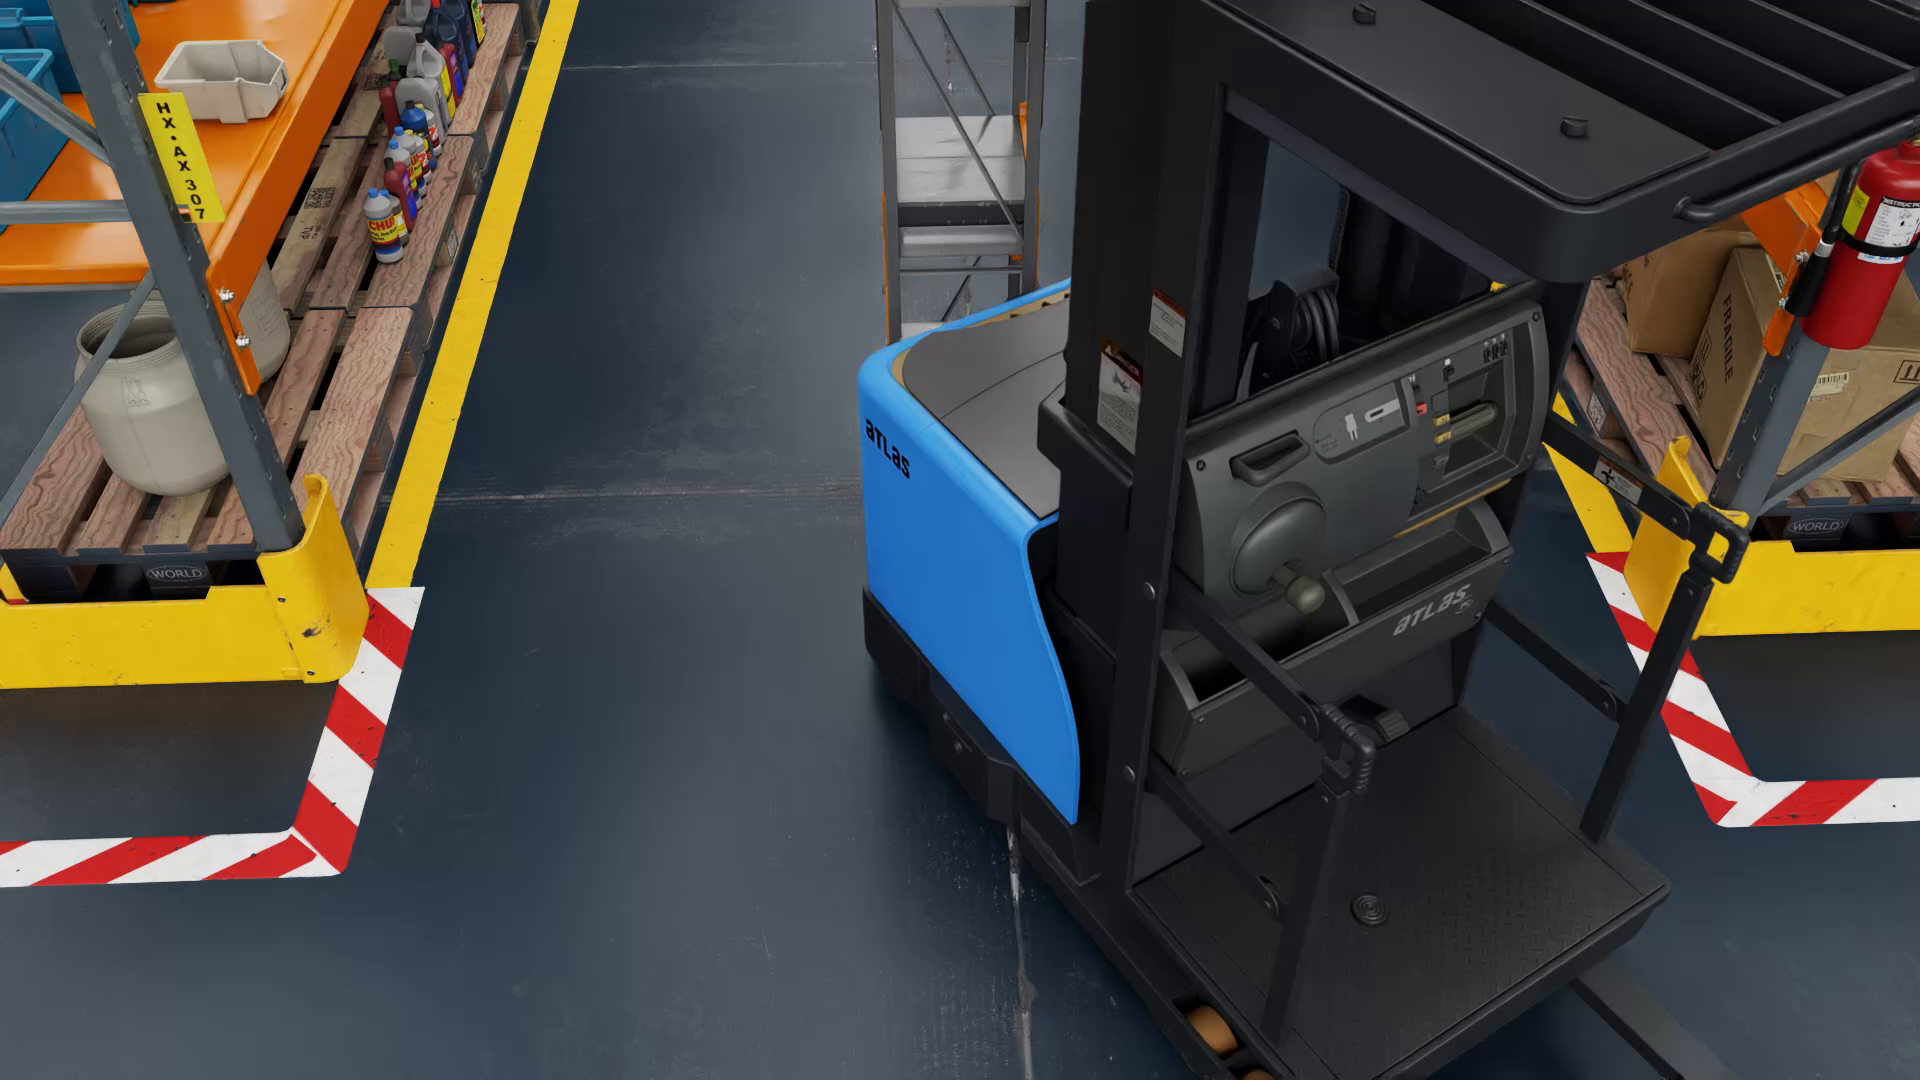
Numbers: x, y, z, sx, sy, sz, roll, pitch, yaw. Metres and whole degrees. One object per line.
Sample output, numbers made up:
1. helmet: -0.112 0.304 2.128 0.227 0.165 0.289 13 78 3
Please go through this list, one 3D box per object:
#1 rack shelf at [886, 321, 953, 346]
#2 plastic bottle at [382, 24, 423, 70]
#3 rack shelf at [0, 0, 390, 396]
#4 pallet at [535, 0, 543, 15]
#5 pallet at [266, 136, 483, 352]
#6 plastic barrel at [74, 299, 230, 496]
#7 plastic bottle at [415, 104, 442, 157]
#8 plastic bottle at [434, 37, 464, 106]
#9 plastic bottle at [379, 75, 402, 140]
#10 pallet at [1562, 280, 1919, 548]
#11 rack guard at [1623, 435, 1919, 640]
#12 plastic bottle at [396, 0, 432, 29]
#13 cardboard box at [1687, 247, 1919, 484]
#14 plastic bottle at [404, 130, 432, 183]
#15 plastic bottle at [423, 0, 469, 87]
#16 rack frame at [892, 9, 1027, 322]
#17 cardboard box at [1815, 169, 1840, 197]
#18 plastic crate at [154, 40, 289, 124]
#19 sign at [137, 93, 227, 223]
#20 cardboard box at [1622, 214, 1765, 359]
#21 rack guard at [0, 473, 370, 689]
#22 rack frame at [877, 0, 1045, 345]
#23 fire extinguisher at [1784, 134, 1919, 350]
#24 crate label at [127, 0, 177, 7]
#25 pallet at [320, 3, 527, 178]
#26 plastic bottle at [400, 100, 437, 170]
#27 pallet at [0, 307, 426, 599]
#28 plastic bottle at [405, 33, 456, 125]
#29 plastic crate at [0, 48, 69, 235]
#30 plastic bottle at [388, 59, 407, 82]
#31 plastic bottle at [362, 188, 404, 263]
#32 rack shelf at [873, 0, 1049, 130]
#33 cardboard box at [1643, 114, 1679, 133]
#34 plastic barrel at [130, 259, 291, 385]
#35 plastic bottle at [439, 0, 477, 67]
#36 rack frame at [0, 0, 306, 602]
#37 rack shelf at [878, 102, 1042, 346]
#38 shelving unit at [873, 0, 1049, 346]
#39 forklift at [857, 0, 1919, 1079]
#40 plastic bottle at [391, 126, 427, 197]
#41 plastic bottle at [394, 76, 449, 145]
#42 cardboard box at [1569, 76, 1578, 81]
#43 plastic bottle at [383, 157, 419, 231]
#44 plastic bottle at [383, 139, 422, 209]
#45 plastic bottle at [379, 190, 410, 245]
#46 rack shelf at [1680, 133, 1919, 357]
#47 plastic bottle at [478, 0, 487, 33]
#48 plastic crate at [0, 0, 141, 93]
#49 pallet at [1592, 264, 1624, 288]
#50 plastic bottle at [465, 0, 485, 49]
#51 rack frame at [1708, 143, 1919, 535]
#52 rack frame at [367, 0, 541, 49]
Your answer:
1. rack shelf: -0.007 -0.360 5.145 0.431 0.518 0.480 -2 43 -2
2. plastic bottle: -2.302 -2.028 6.933 0.152 0.276 0.135 -2 43 -2
3. rack shelf: -2.394 -1.832 5.561 1.077 0.370 4.000 -2 43 -2
4. pallet: -2.551 -2.948 8.310 1.003 0.211 1.213 -2 43 -2
5. pallet: -2.437 -1.139 6.336 1.003 0.211 1.213 -2 43 -2
6. plastic barrel: -2.413 -0.426 5.026 0.421 0.512 0.421 0 43 0
7. plastic bottle: -2.106 -1.615 6.537 0.097 0.201 0.097 0 43 0
8. plastic bottle: -2.107 -1.943 6.835 0.061 0.283 0.133 1 43 1
9. plastic bottle: -2.245 -1.721 6.592 0.061 0.283 0.133 -2 43 -2
10. pallet: 2.637 -0.462 5.597 1.003 0.211 1.213 -2 43 -2
11. rack guard: 2.636 -0.019 4.900 1.175 0.500 0.348 -2 43 -2
12. plastic bottle: -2.307 -2.202 7.067 0.144 0.351 0.185 -2 43 -2
13. cardboard box: 2.630 -0.544 5.163 0.500 0.500 0.500 6 43 6
14. plastic bottle: -2.098 -1.476 6.386 0.097 0.201 0.097 0 43 0
15. plastic bottle: -2.155 -2.077 6.930 0.144 0.351 0.185 -4 43 -4
16. rack frame: -0.017 -1.051 4.842 0.400 2.100 0.015 -2 43 -2
17. cardboard box: 2.421 -0.983 4.288 0.380 0.149 0.250 -2 43 -2
18. plastic crate: -2.025 -1.263 4.603 0.298 0.136 0.250 -2 43 -2
19. sign: -1.759 -0.862 3.765 0.100 0.325 0.005 -2 43 -2
20. cardboard box: 2.570 -0.947 5.602 0.500 0.500 0.500 9 43 9
21. rack guard: -2.359 0.125 4.744 1.175 0.500 0.348 -2 43 -2
22. rack frame: 0.003 -0.721 4.483 0.400 2.100 0.015 -2 43 -2
23. fire extinguisher: 2.184 -0.770 3.927 0.296 0.674 0.183 -2 43 -2
24. crate label: -2.657 -1.994 5.180 0.502 0.435 0.616 -2 43 -2
25. pallet: -2.492 -1.964 7.237 1.003 0.211 1.213 -2 43 -2
26. plastic bottle: -2.102 -1.572 6.438 0.097 0.271 0.097 0 43 0
27. pallet: -2.388 -0.317 5.440 1.003 0.211 1.213 -2 43 -2
28. plastic bottle: -2.142 -1.859 6.693 0.144 0.351 0.185 -2 43 -2
29. plastic crate: -2.629 -1.021 4.254 0.499 0.251 0.616 -2 43 -2
30. plastic bottle: -2.243 -1.813 6.693 0.061 0.283 0.133 -2 43 -2
31. plastic bottle: -2.075 -1.136 5.963 0.097 0.271 0.097 0 43 0
32. rack shelf: -0.007 -1.392 4.199 0.431 0.518 0.480 -2 43 -2
33. cardboard box: 2.563 -1.370 6.064 0.500 0.500 0.500 2 43 2
34. plastic barrel: -2.434 -0.765 5.395 0.421 0.512 0.421 0 43 0
35. plastic bottle: -2.163 -2.206 7.072 0.144 0.351 0.185 -3 43 -3
36. rack frame: -2.309 -0.747 3.845 1.000 3.000 0.127 -2 43 -2
37. rack shelf: -0.007 -0.876 4.672 0.431 0.518 0.480 -2 43 -2
38. shelving unit: -0.007 -0.886 4.662 0.431 2.100 0.503 -2 43 -2
39. forklift: 0.945 -0.088 3.176 1.130 2.935 3.031 -24 47 -24
40. plastic bottle: -2.093 -1.435 6.289 0.097 0.271 0.097 0 43 0
41. plastic bottle: -2.139 -1.721 6.598 0.152 0.276 0.135 -1 43 -1
42. cardboard box: 2.584 -1.748 6.476 0.500 0.500 0.500 -5 43 -6
43. plastic bottle: -2.066 -1.294 6.126 0.061 0.283 0.133 -1 43 -1
44. plastic bottle: -2.089 -1.367 6.215 0.097 0.271 0.097 0 43 0
45. plastic bottle: -2.079 -1.180 6.063 0.097 0.201 0.097 0 43 0
46. rack shelf: 2.555 -1.974 5.716 1.077 0.370 4.000 -2 43 -2
47. plastic bottle: -2.152 -2.342 7.330 0.097 0.201 0.097 0 43 0
48. plastic crate: -2.651 -1.460 4.733 0.499 0.251 0.408 -2 43 -2
49. pallet: 2.588 -1.283 6.494 1.003 0.211 1.213 -2 43 -2
50. plastic bottle: -2.129 -2.293 7.216 0.061 0.283 0.133 0 43 0
51. rack frame: 2.640 -0.889 4.000 1.000 3.000 0.127 -2 43 -2
52. rack frame: -2.479 -3.447 6.791 1.000 3.000 0.127 -2 43 -2
